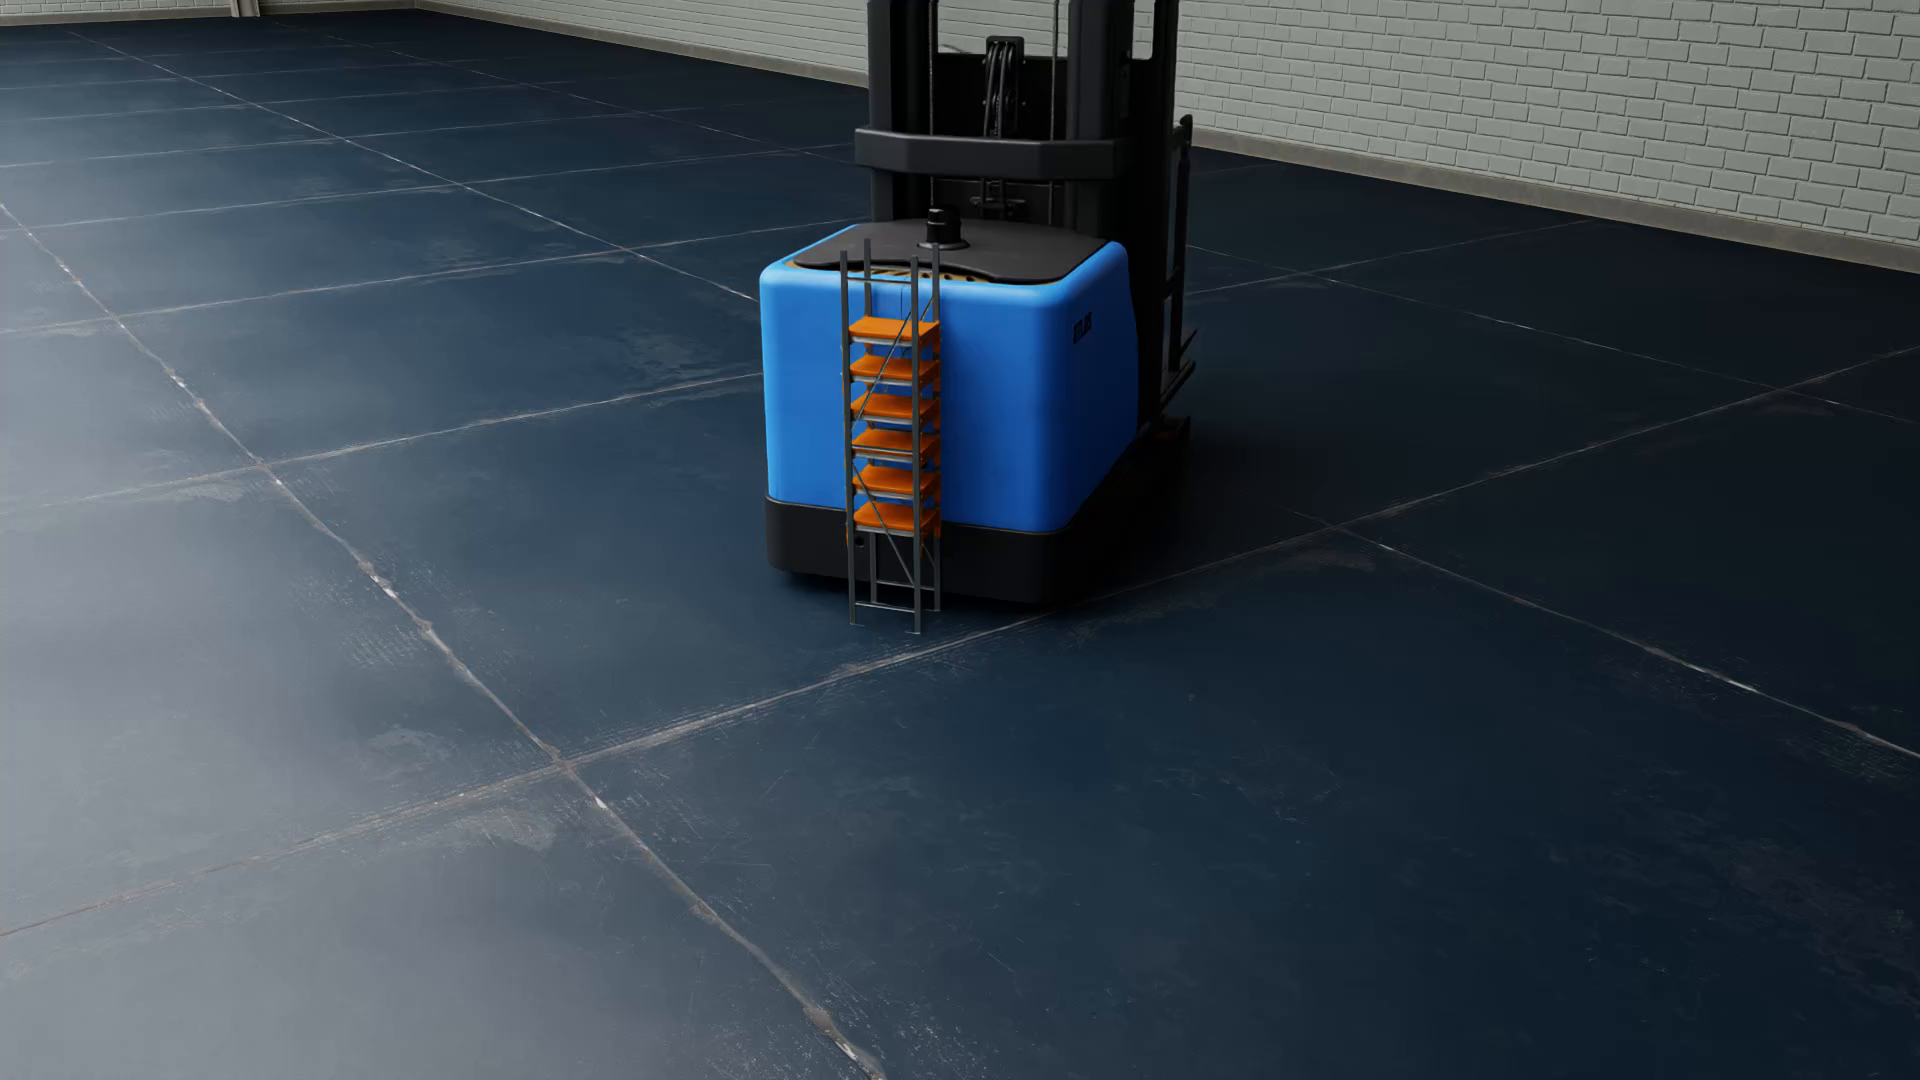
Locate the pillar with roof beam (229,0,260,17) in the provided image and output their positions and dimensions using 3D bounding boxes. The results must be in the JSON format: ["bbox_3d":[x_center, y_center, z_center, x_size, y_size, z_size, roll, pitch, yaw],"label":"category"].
[{"bbox_3d":[-9.637,-11.800,23.389,0.400,9.000,9.100,-15,26,-33],"label":"pillar with roof beam"}]

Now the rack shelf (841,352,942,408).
[{"bbox_3d":[-0.205,-0.485,5.027,0.258,0.103,0.180,7,23,17],"label":"rack shelf"}]

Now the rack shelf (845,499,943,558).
[{"bbox_3d":[-0.205,-0.039,5.205,0.258,0.103,0.180,7,23,17],"label":"rack shelf"}]

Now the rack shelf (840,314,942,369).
[{"bbox_3d":[-0.205,-0.596,4.982,0.258,0.103,0.180,7,23,17],"label":"rack shelf"}]

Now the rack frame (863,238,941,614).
[{"bbox_3d":[-0.176,-0.335,5.180,0.240,1.200,0.006,7,23,17],"label":"rack frame"}]

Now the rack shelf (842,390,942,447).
[{"bbox_3d":[-0.205,-0.373,5.071,0.258,0.103,0.180,7,23,17],"label":"rack shelf"}]

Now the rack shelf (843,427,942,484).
[{"bbox_3d":[-0.205,-0.262,5.116,0.258,0.103,0.180,7,23,17],"label":"rack shelf"}]

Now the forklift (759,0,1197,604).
[{"bbox_3d":[0.308,-1.674,6.198,1.130,2.935,3.031,7,23,17],"label":"forklift"}]

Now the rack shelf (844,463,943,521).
[{"bbox_3d":[-0.205,-0.150,5.160,0.258,0.103,0.180,7,23,17],"label":"rack shelf"}]

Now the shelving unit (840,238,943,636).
[{"bbox_3d":[-0.205,-0.303,5.099,0.258,1.200,0.189,7,23,17],"label":"shelving unit"}]

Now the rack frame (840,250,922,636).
[{"bbox_3d":[-0.235,-0.271,5.019,0.240,1.200,0.006,7,23,17],"label":"rack frame"}]
